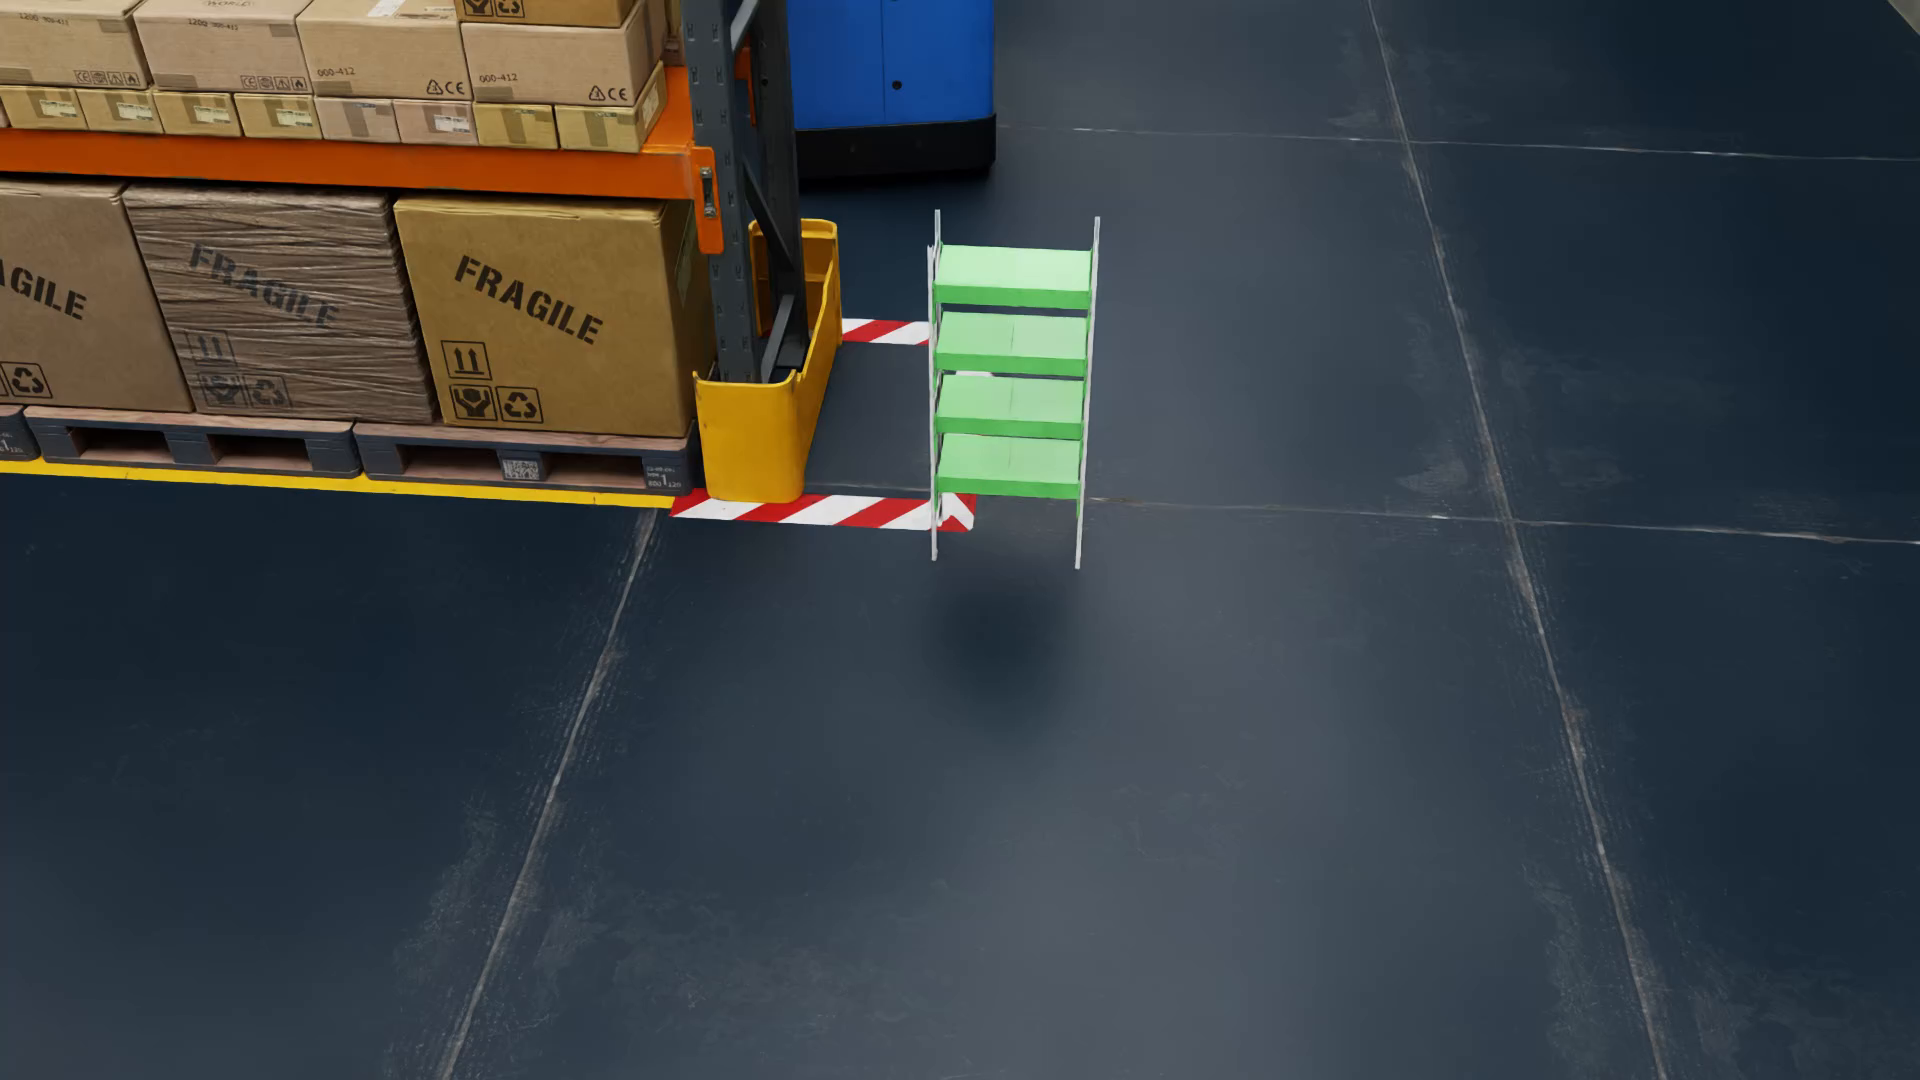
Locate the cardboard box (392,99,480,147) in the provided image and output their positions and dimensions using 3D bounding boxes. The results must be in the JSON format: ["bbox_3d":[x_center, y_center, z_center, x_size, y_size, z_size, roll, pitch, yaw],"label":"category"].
[{"bbox_3d":[-1.610,-1.409,5.304,0.250,0.149,0.380,3,39,4],"label":"cardboard box"}]

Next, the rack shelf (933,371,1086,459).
[{"bbox_3d":[0.165,-0.407,5.400,0.480,0.148,0.258,3,39,4],"label":"rack shelf"}]

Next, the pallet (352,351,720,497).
[{"bbox_3d":[-1.520,-0.579,6.295,1.213,0.211,1.003,3,39,4],"label":"pallet"}]

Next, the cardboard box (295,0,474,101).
[{"bbox_3d":[-1.728,-1.611,5.237,0.500,0.250,0.500,2,39,3],"label":"cardboard box"}]

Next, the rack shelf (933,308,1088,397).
[{"bbox_3d":[0.165,-0.593,5.249,0.480,0.148,0.258,3,39,4],"label":"rack shelf"}]

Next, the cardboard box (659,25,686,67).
[{"bbox_3d":[-1.042,-1.796,5.779,0.250,0.149,0.380,4,39,4],"label":"cardboard box"}]

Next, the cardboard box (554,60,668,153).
[{"bbox_3d":[-1.100,-1.382,5.270,0.250,0.149,0.380,4,39,5],"label":"cardboard box"}]

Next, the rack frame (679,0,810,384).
[{"bbox_3d":[-0.717,-1.667,5.421,0.127,3.000,1.000,3,39,4],"label":"rack frame"}]

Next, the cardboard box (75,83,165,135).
[{"bbox_3d":[-2.623,-1.465,5.373,0.250,0.149,0.380,4,39,5],"label":"cardboard box"}]

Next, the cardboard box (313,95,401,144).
[{"bbox_3d":[-1.859,-1.423,5.321,0.250,0.149,0.380,4,39,5],"label":"cardboard box"}]

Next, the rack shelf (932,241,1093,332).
[{"bbox_3d":[0.165,-0.779,5.097,0.480,0.148,0.258,3,39,4],"label":"rack shelf"}]

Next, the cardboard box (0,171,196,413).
[{"bbox_3d":[-3.154,-1.088,6.061,0.875,0.875,0.875,3,39,4],"label":"cardboard box"}]

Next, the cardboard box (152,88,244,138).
[{"bbox_3d":[-2.376,-1.450,5.354,0.250,0.149,0.380,3,39,4],"label":"cardboard box"}]

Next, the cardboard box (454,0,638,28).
[{"bbox_3d":[-1.225,-1.876,4.968,0.500,0.500,0.500,4,39,4],"label":"cardboard box"}]

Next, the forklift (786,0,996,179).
[{"bbox_3d":[-0.536,-3.730,8.011,1.130,2.935,3.031,-5,39,-6],"label":"forklift"}]

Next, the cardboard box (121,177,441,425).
[{"bbox_3d":[-2.268,-1.040,6.001,0.875,0.875,0.875,3,39,4],"label":"cardboard box"}]

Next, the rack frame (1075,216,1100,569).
[{"bbox_3d":[0.408,-0.443,5.344,0.015,1.200,0.240,3,39,4],"label":"rack frame"}]

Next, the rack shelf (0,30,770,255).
[{"bbox_3d":[-2.709,-1.497,5.782,4.000,0.370,1.077,3,39,4],"label":"rack shelf"}]

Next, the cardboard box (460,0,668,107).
[{"bbox_3d":[-1.222,-1.583,5.202,0.500,0.250,0.500,3,39,3],"label":"cardboard box"}]

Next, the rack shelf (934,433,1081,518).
[{"bbox_3d":[0.165,-0.221,5.552,0.480,0.148,0.258,3,39,4],"label":"rack shelf"}]

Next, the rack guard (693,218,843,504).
[{"bbox_3d":[-0.693,-0.696,6.209,0.348,0.500,1.175,3,39,4],"label":"rack guard"}]

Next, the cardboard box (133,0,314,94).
[{"bbox_3d":[-2.235,-1.639,5.271,0.500,0.250,0.500,2,39,2],"label":"cardboard box"}]

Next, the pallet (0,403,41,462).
[{"bbox_3d":[-3.951,-0.712,6.458,1.213,0.211,1.003,3,39,4],"label":"pallet"}]

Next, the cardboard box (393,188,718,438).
[{"bbox_3d":[-1.361,-0.990,5.941,0.875,0.875,0.875,3,39,4],"label":"cardboard box"}]

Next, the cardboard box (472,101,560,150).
[{"bbox_3d":[-1.359,-1.395,5.286,0.250,0.149,0.380,4,39,4],"label":"cardboard box"}]

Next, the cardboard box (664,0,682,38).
[{"bbox_3d":[-1.172,-1.920,5.616,0.500,0.250,0.500,2,39,3],"label":"cardboard box"}]

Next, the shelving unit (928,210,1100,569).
[{"bbox_3d":[0.165,-0.456,5.360,0.503,1.200,0.258,3,39,4],"label":"shelving unit"}]

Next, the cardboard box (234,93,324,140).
[{"bbox_3d":[-2.118,-1.436,5.337,0.250,0.149,0.380,2,39,3],"label":"cardboard box"}]

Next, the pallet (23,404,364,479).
[{"bbox_3d":[-2.732,-0.648,6.378,1.213,0.211,1.003,3,39,4],"label":"pallet"}]

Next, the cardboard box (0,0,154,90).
[{"bbox_3d":[-2.754,-1.665,5.302,0.500,0.250,0.500,3,39,4],"label":"cardboard box"}]

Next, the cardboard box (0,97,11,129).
[{"bbox_3d":[-3.144,-1.492,5.405,0.250,0.149,0.380,4,39,4],"label":"cardboard box"}]

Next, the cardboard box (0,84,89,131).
[{"bbox_3d":[-2.883,-1.478,5.389,0.250,0.149,0.380,2,39,3],"label":"cardboard box"}]

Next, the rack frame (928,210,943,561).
[{"bbox_3d":[-0.078,-0.470,5.376,0.015,1.200,0.240,3,39,4],"label":"rack frame"}]
